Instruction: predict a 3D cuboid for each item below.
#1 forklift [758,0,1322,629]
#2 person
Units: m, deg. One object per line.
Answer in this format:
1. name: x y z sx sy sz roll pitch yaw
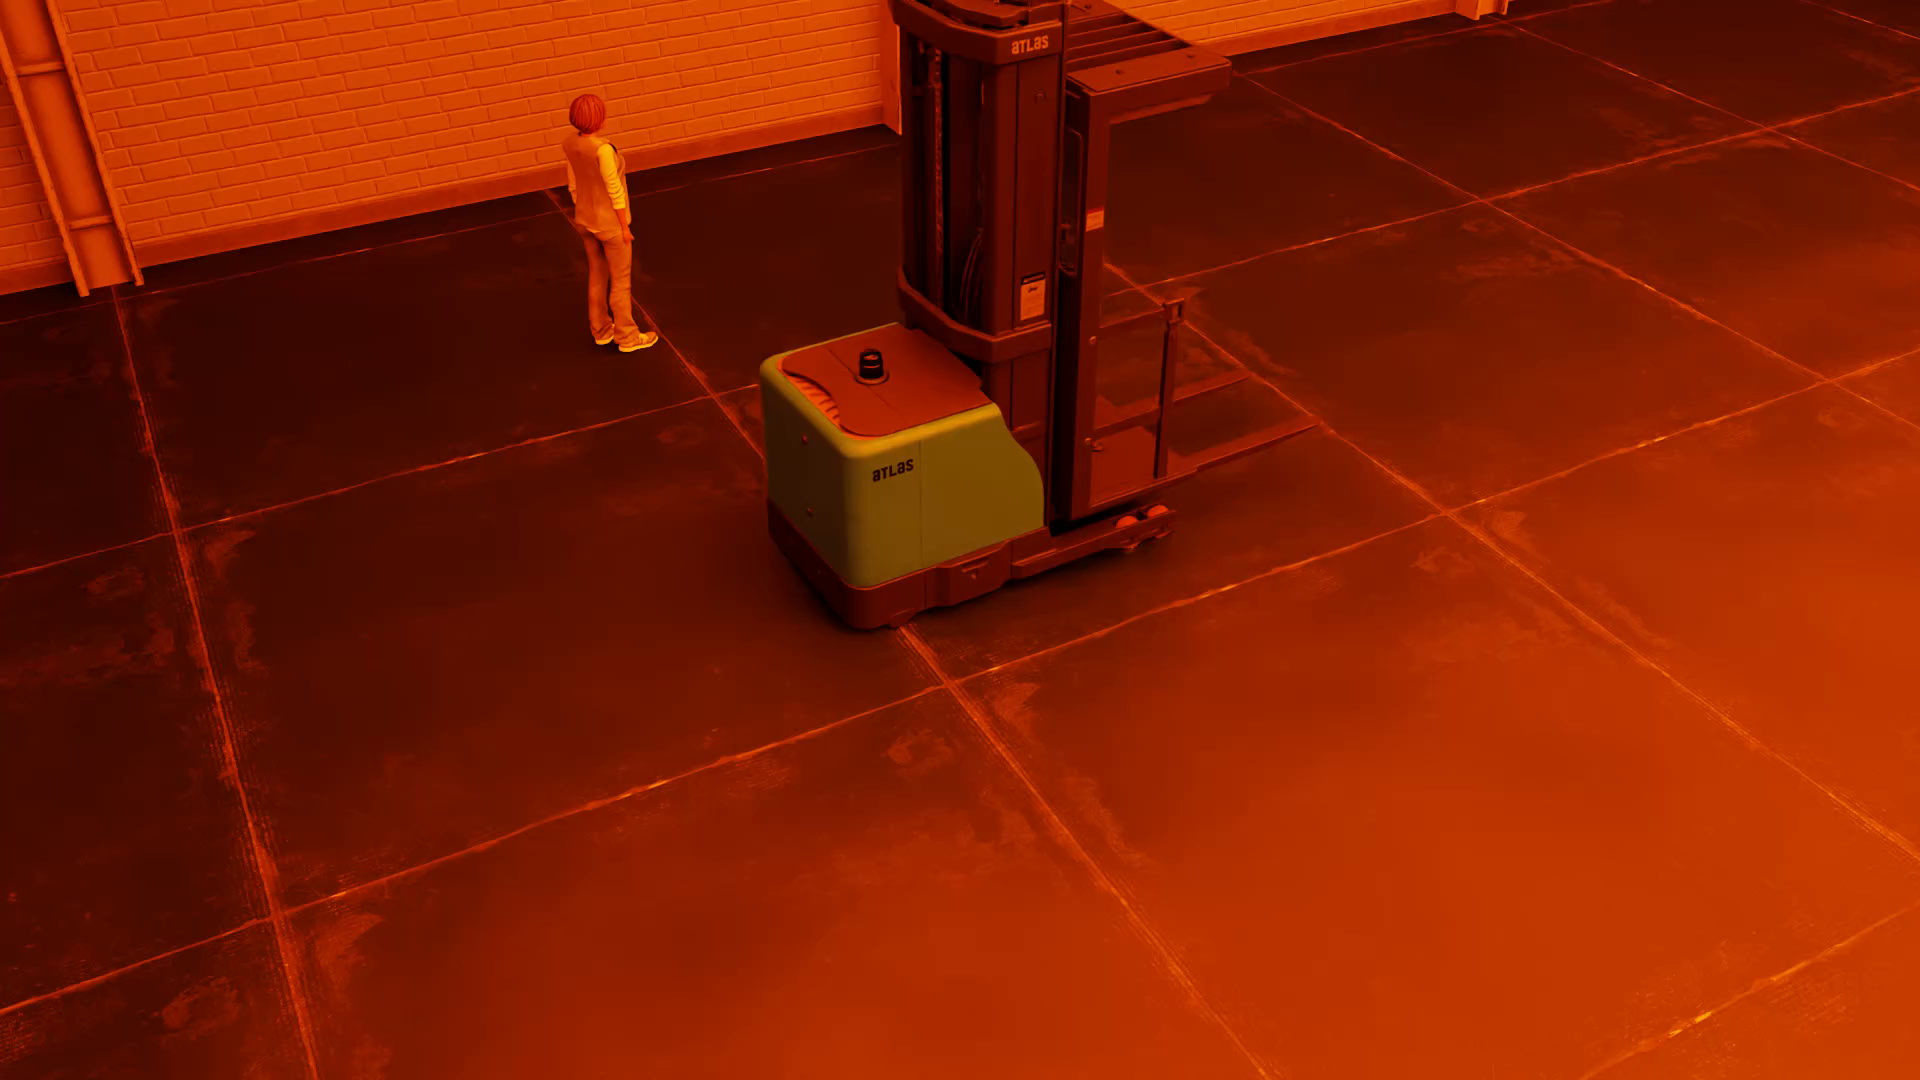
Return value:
1. forklift: 0.540 -1.395 8.096 3.031 2.935 1.130 -19 39 -25
2. person: -2.126 -1.894 9.955 0.407 1.604 0.314 22 41 28
